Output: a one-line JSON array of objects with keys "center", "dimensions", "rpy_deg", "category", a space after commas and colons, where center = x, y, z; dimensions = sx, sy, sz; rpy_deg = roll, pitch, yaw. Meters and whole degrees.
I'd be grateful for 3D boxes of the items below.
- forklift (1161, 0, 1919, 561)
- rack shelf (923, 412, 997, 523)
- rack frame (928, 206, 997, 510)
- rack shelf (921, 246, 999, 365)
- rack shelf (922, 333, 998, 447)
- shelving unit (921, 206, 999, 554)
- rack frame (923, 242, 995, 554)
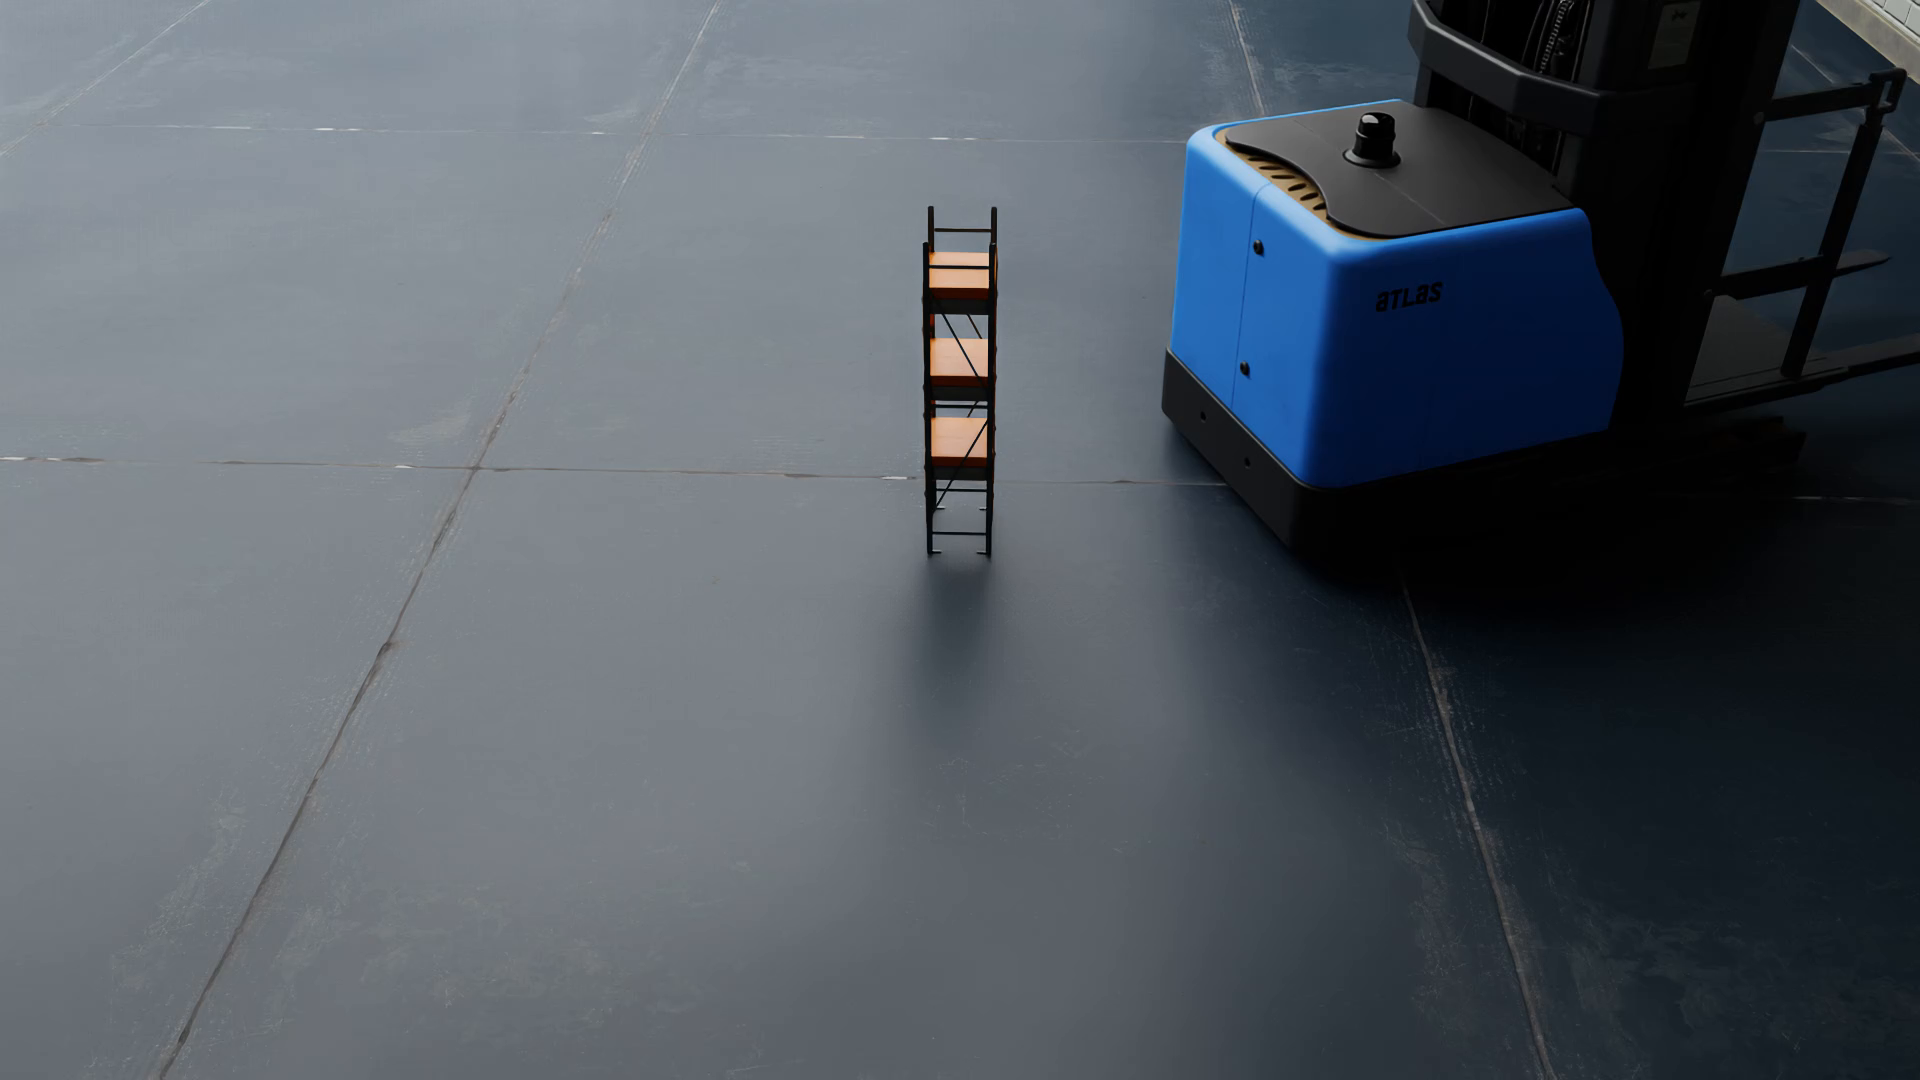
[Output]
[{"center": [2.271, -1.656, 5.057], "dimensions": [3.031, 2.935, 1.130], "rpy_deg": [-12, 37, -17], "category": "forklift"}, {"center": [0.002, -0.224, 5.158], "dimensions": [0.215, 0.259, 0.240], "rpy_deg": [1, 35, 2], "category": "rack shelf"}, {"center": [0.007, -0.530, 5.092], "dimensions": [0.200, 1.050, 0.008], "rpy_deg": [1, 35, 2], "category": "rack frame"}, {"center": [0.002, -0.684, 4.835], "dimensions": [0.215, 0.259, 0.240], "rpy_deg": [1, 35, 2], "category": "rack shelf"}, {"center": [0.002, -0.452, 4.998], "dimensions": [0.215, 0.259, 0.240], "rpy_deg": [1, 35, 2], "category": "rack shelf"}, {"center": [0.002, -0.460, 4.992], "dimensions": [0.215, 1.050, 0.252], "rpy_deg": [1, 35, 2], "category": "shelving unit"}, {"center": [-0.003, -0.390, 4.892], "dimensions": [0.200, 1.050, 0.008], "rpy_deg": [1, 35, 2], "category": "rack frame"}]
